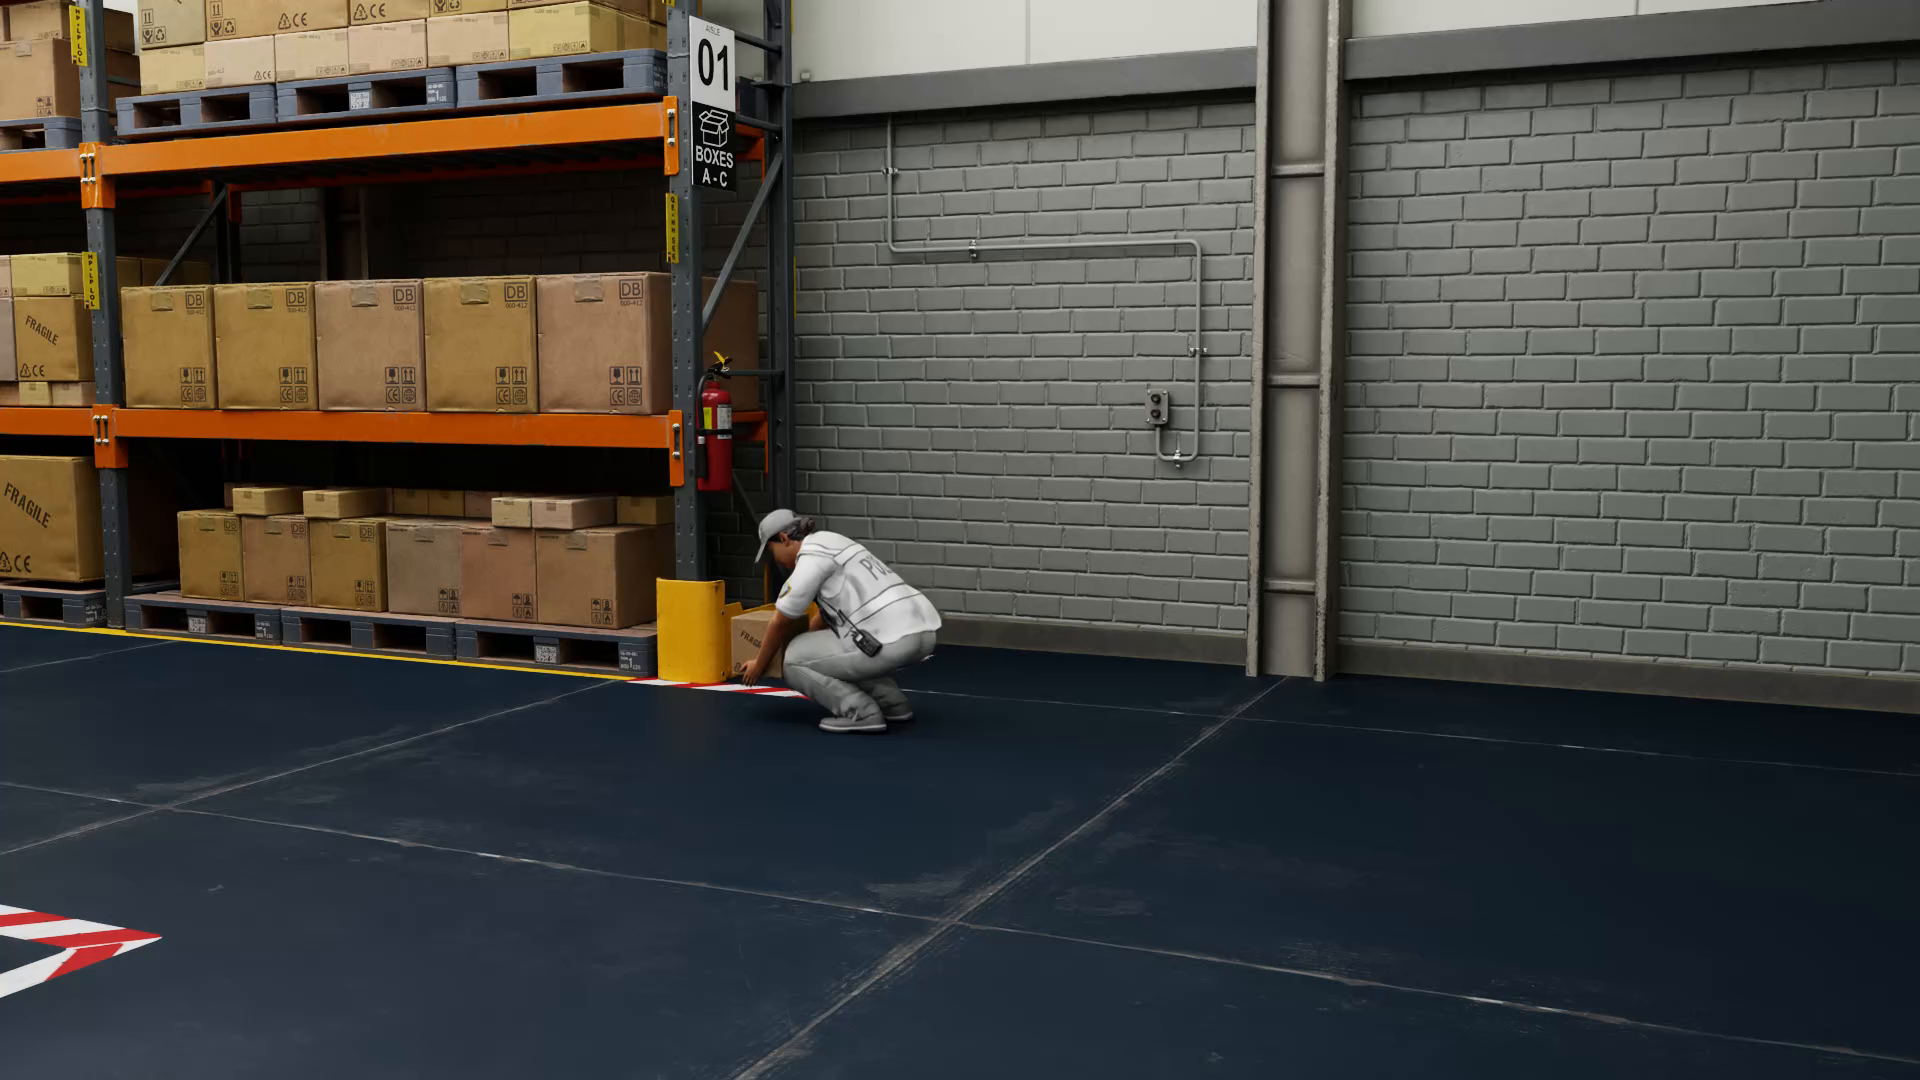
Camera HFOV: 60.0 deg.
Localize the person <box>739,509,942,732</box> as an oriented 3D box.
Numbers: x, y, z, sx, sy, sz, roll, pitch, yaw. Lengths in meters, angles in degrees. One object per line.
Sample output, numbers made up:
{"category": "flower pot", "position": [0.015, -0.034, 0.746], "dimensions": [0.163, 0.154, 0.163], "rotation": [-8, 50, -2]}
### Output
{"category": "person", "position": [-0.513, 0.337, 7.150], "dimensions": [0.849, 0.934, 0.529], "rotation": [3, 6, 24]}
